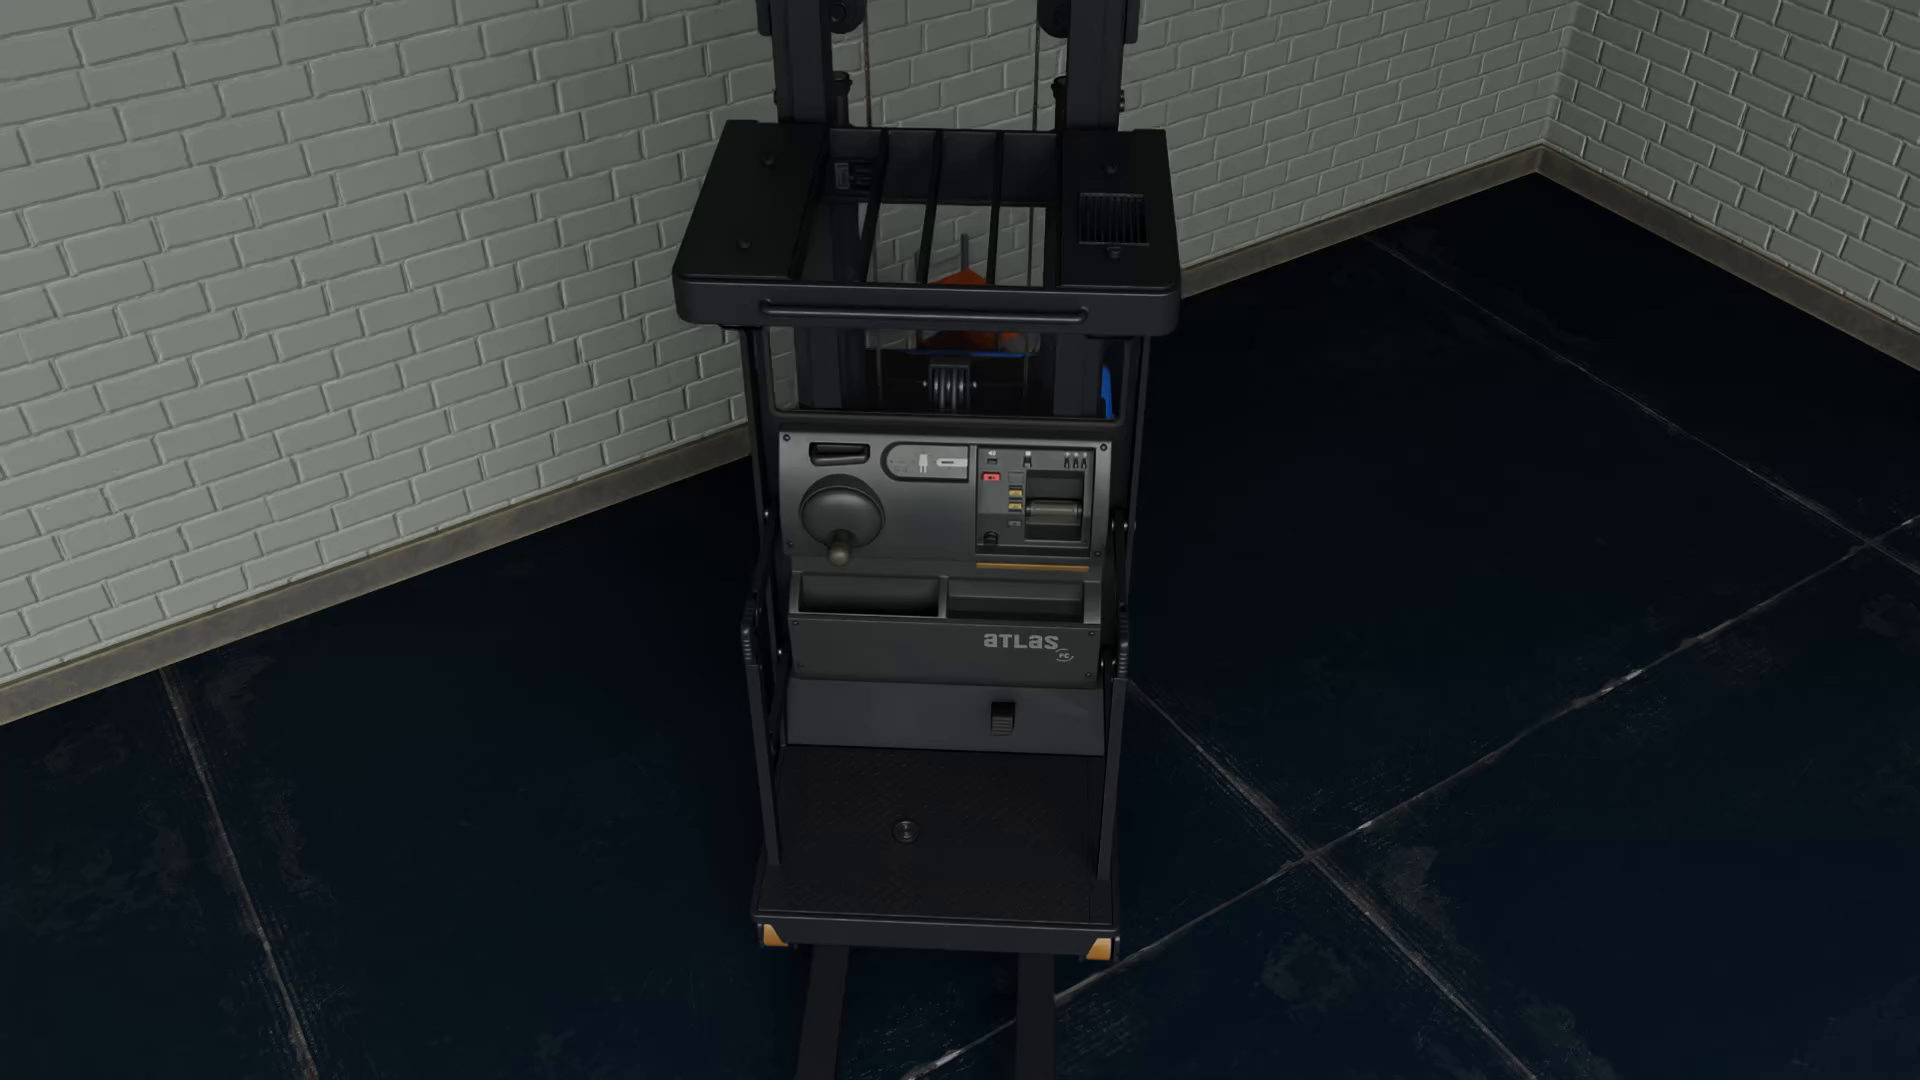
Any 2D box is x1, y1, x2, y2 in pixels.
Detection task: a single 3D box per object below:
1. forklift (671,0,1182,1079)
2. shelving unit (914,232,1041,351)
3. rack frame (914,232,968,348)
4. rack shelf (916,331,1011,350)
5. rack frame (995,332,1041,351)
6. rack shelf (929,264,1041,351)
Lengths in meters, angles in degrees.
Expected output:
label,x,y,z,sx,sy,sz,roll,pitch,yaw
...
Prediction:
label,x,y,z,sx,sy,sz,roll,pitch,yaw
forklift,-0.053,-0.038,4.506,1.130,2.935,3.031,2,40,2
shelving unit,0.078,-0.528,6.446,0.258,1.200,0.503,-26,46,-28
rack frame,-0.070,-0.652,6.595,0.240,1.200,0.015,-26,46,-28
rack shelf,0.078,-0.648,6.346,0.258,0.148,0.480,-26,46,-28
rack frame,0.226,-0.403,6.297,0.240,1.200,0.015,-26,46,-28
rack shelf,0.078,-0.829,6.194,0.258,0.148,0.480,-26,46,-28
